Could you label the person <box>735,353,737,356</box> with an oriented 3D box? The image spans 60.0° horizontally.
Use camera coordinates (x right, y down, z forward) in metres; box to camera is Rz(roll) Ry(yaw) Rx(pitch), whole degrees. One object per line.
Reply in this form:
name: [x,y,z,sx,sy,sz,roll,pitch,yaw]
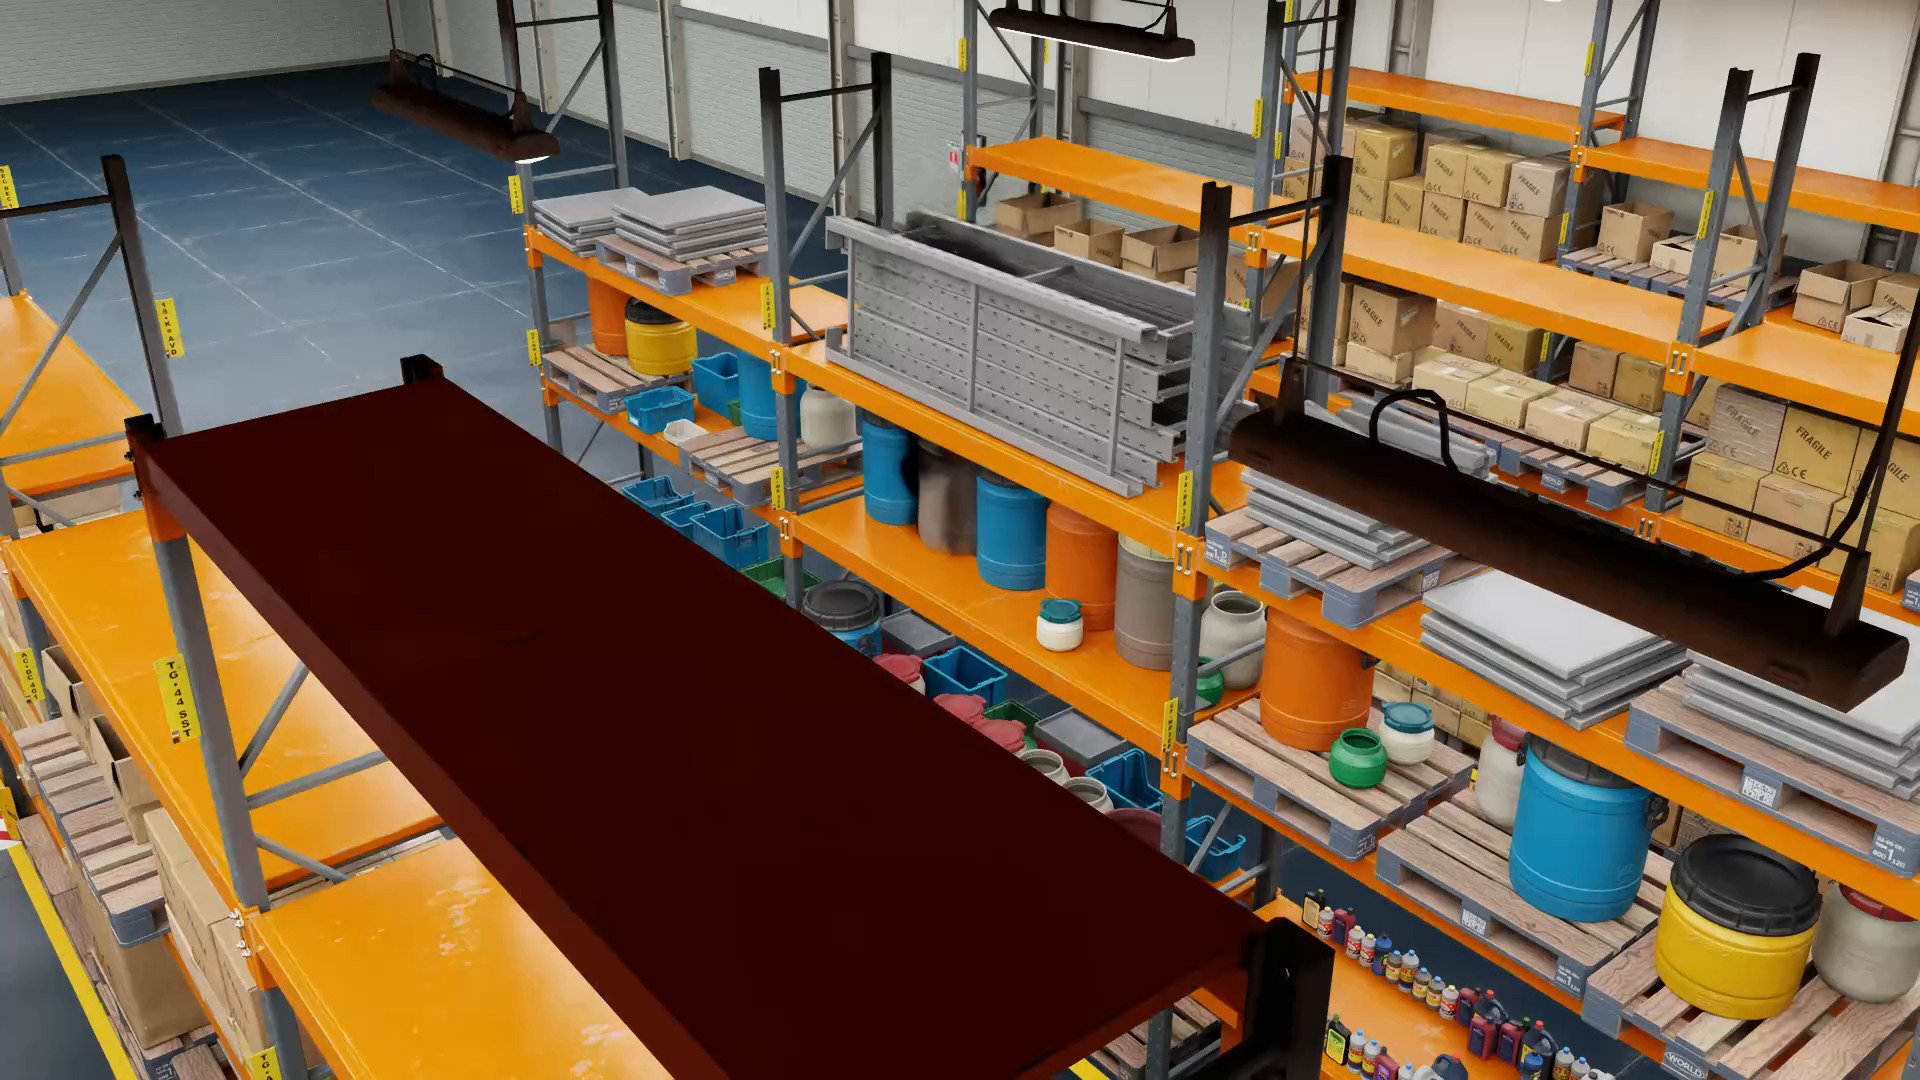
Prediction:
person: [-2.255,-1.539,19.741,0.818,1.547,0.539,-10,28,-20]
